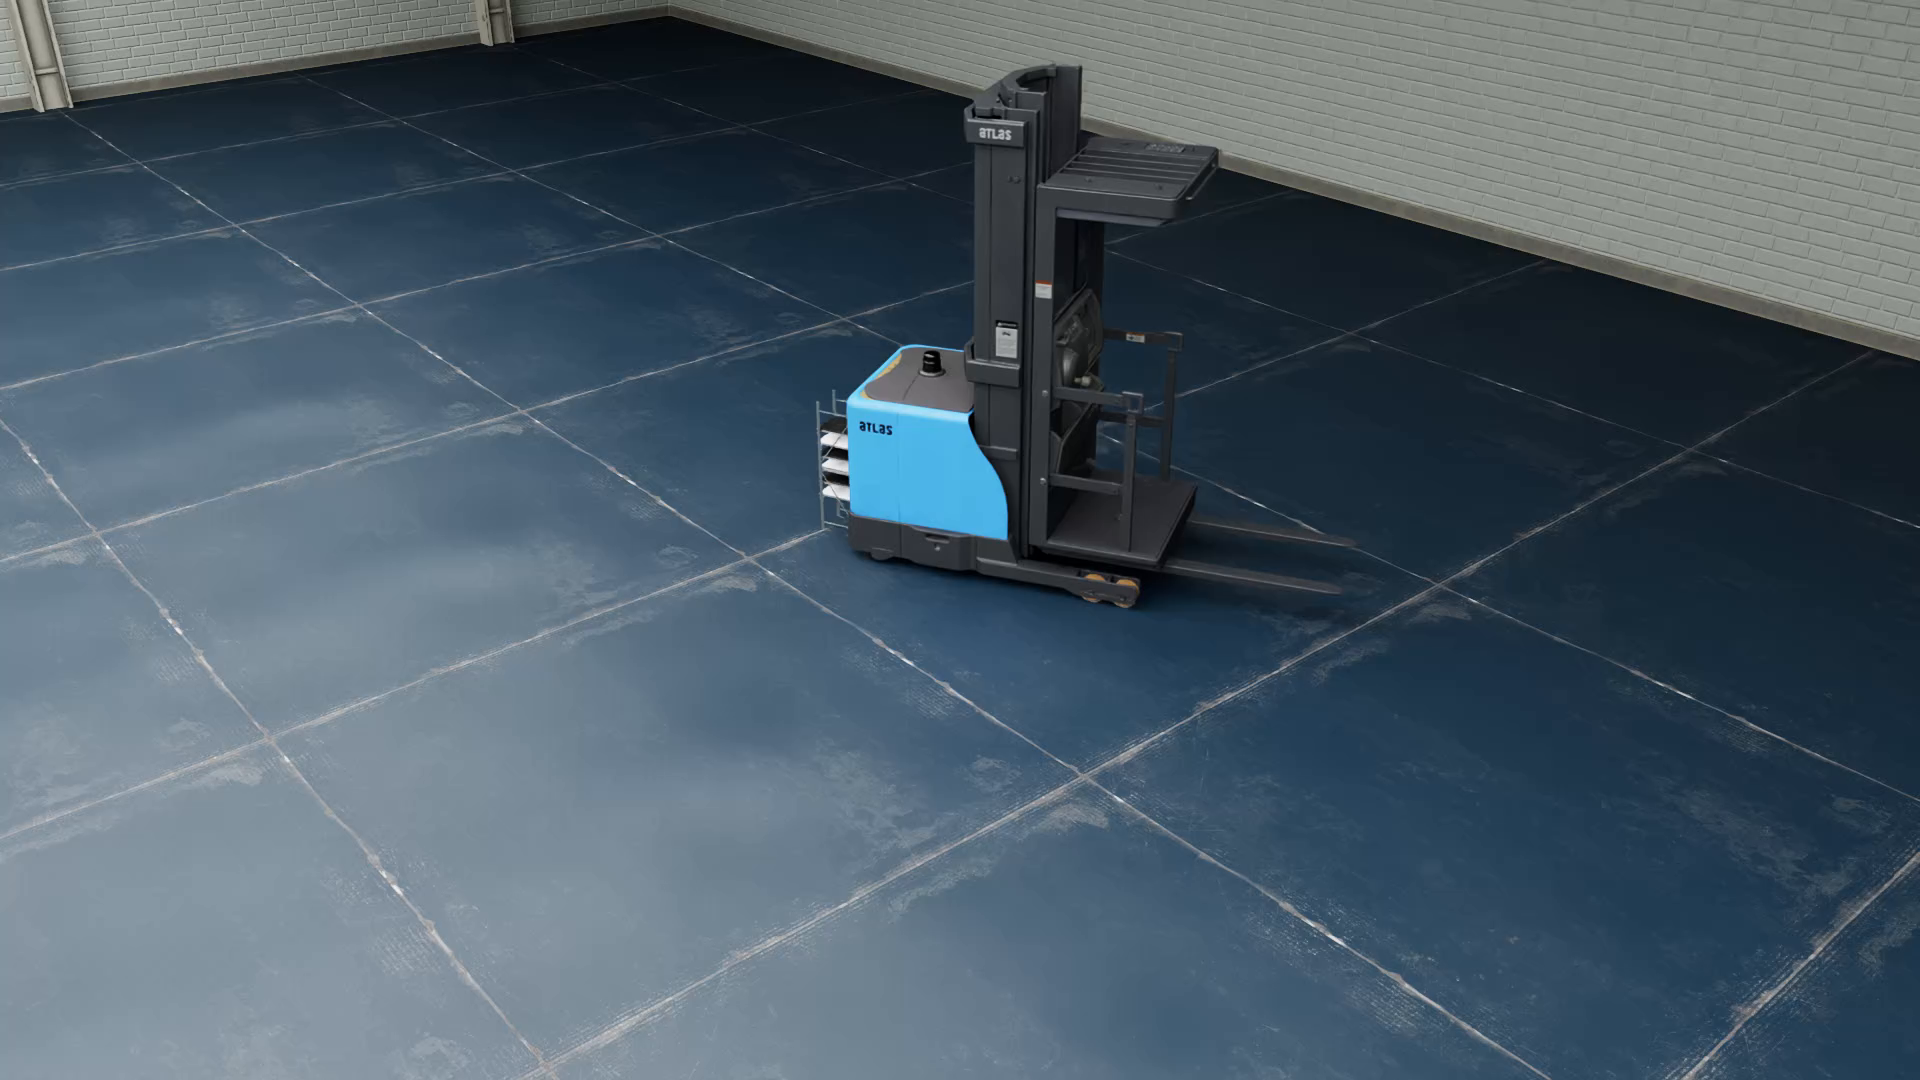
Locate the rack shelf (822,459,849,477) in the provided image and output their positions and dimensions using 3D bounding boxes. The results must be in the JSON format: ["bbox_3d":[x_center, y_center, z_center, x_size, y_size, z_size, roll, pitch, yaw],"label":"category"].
[{"bbox_3d":[-0.740,-0.453,10.571,0.258,0.077,0.200,13,31,22],"label":"rack shelf"}]

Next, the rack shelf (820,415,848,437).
[{"bbox_3d":[-0.740,-0.691,10.444,0.258,0.077,0.200,13,31,22],"label":"rack shelf"}]

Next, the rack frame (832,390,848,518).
[{"bbox_3d":[-0.696,-0.525,10.636,0.240,0.900,0.006,13,31,22],"label":"rack frame"}]

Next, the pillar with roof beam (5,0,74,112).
[{"bbox_3d":[-8.473,-7.803,15.661,0.400,9.000,9.100,-22,35,-35],"label":"pillar with roof beam"}]

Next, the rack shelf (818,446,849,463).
[{"bbox_3d":[-0.740,-0.532,10.529,0.258,0.077,0.200,13,31,22],"label":"rack shelf"}]

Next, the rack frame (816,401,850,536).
[{"bbox_3d":[-0.784,-0.439,10.475,0.240,0.900,0.006,13,31,22],"label":"rack frame"}]

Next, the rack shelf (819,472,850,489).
[{"bbox_3d":[-0.740,-0.373,10.614,0.258,0.077,0.200,13,31,22],"label":"rack shelf"}]

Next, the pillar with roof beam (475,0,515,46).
[{"bbox_3d":[-3.909,-9.638,19.096,0.400,9.000,9.100,-22,35,-35],"label":"pillar with roof beam"}]

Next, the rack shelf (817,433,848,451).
[{"bbox_3d":[-0.740,-0.611,10.486,0.258,0.077,0.200,13,31,22],"label":"rack shelf"}]

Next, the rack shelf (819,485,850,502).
[{"bbox_3d":[-0.740,-0.294,10.656,0.258,0.077,0.200,13,31,22],"label":"rack shelf"}]

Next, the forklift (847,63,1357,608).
[{"bbox_3d":[0.880,-1.174,9.695,3.031,2.935,1.130,9,30,17],"label":"forklift"}]

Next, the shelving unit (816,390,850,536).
[{"bbox_3d":[-0.740,-0.482,10.556,0.258,0.900,0.210,13,31,22],"label":"shelving unit"}]
